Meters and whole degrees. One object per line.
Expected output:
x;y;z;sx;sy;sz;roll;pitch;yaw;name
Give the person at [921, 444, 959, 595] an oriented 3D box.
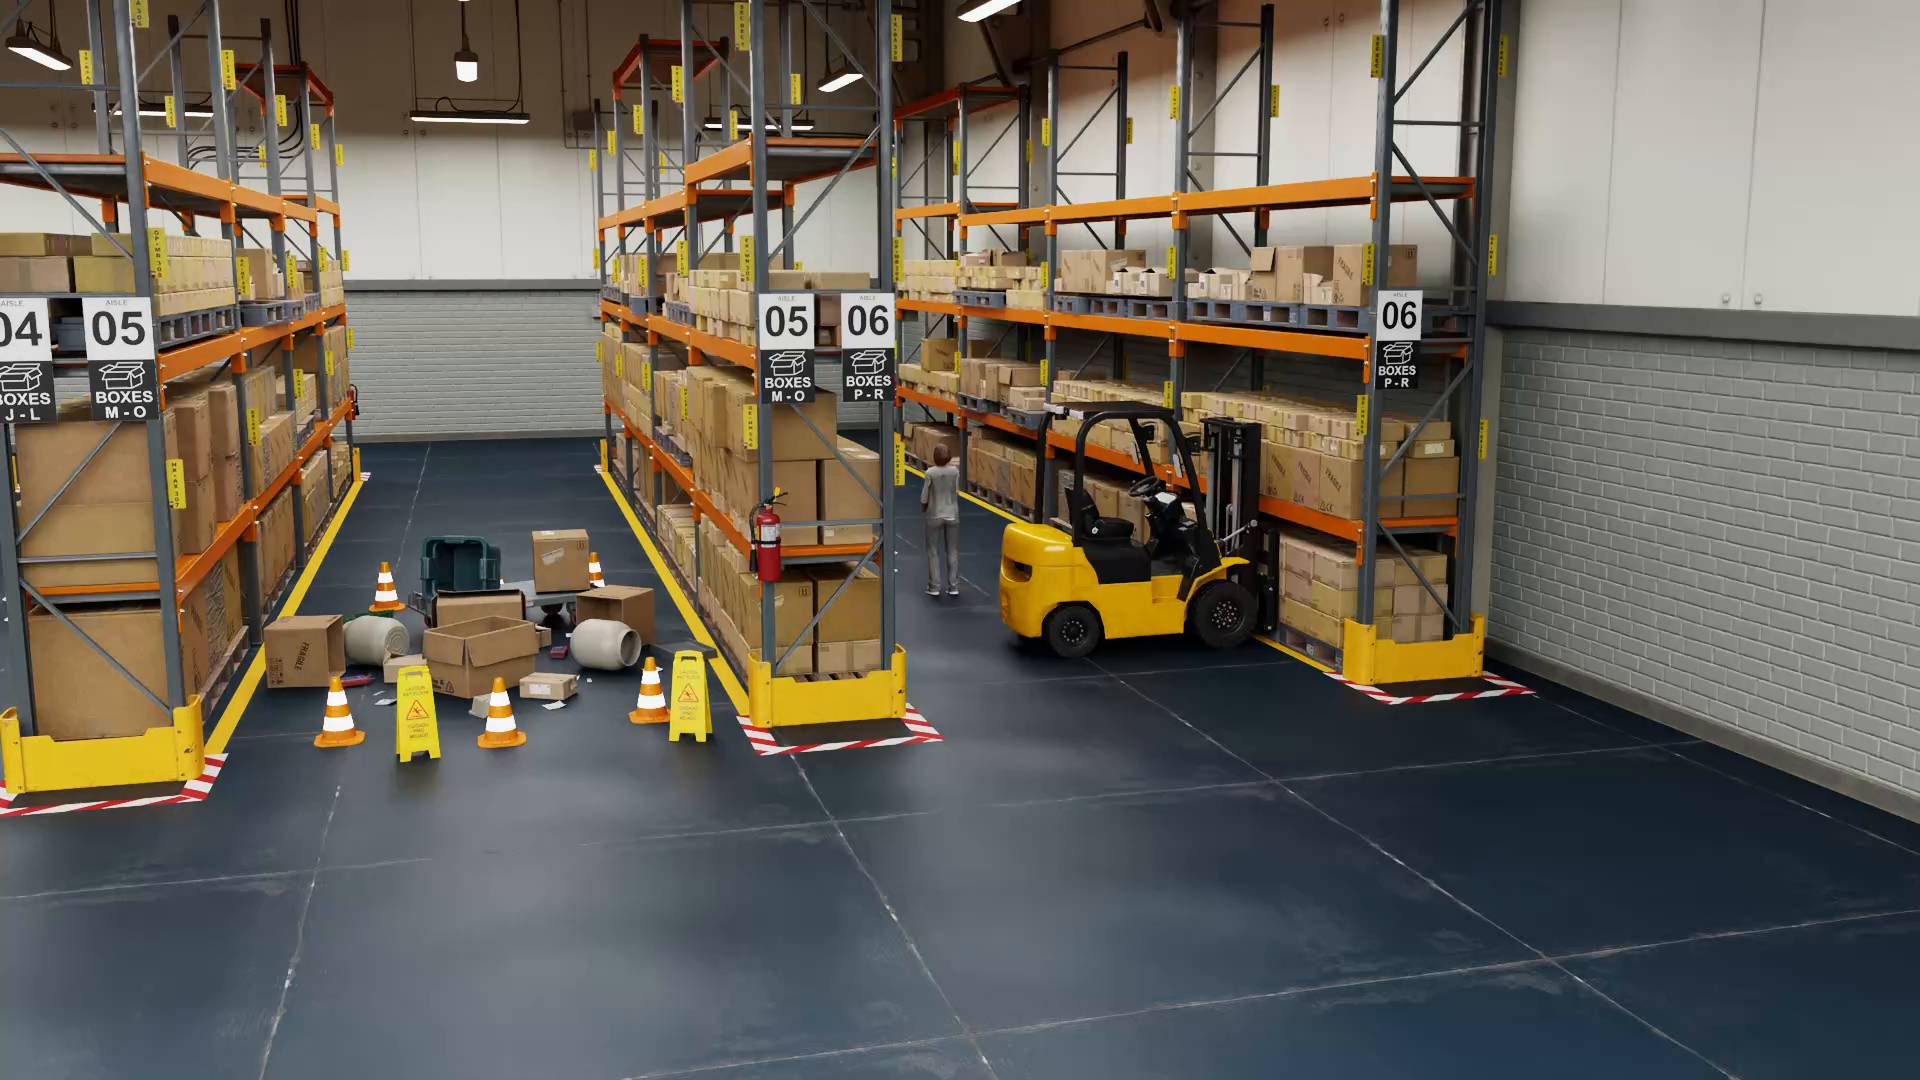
-0.209;-0.226;17.282;0.405;1.590;0.497;-3;10;-15;person
